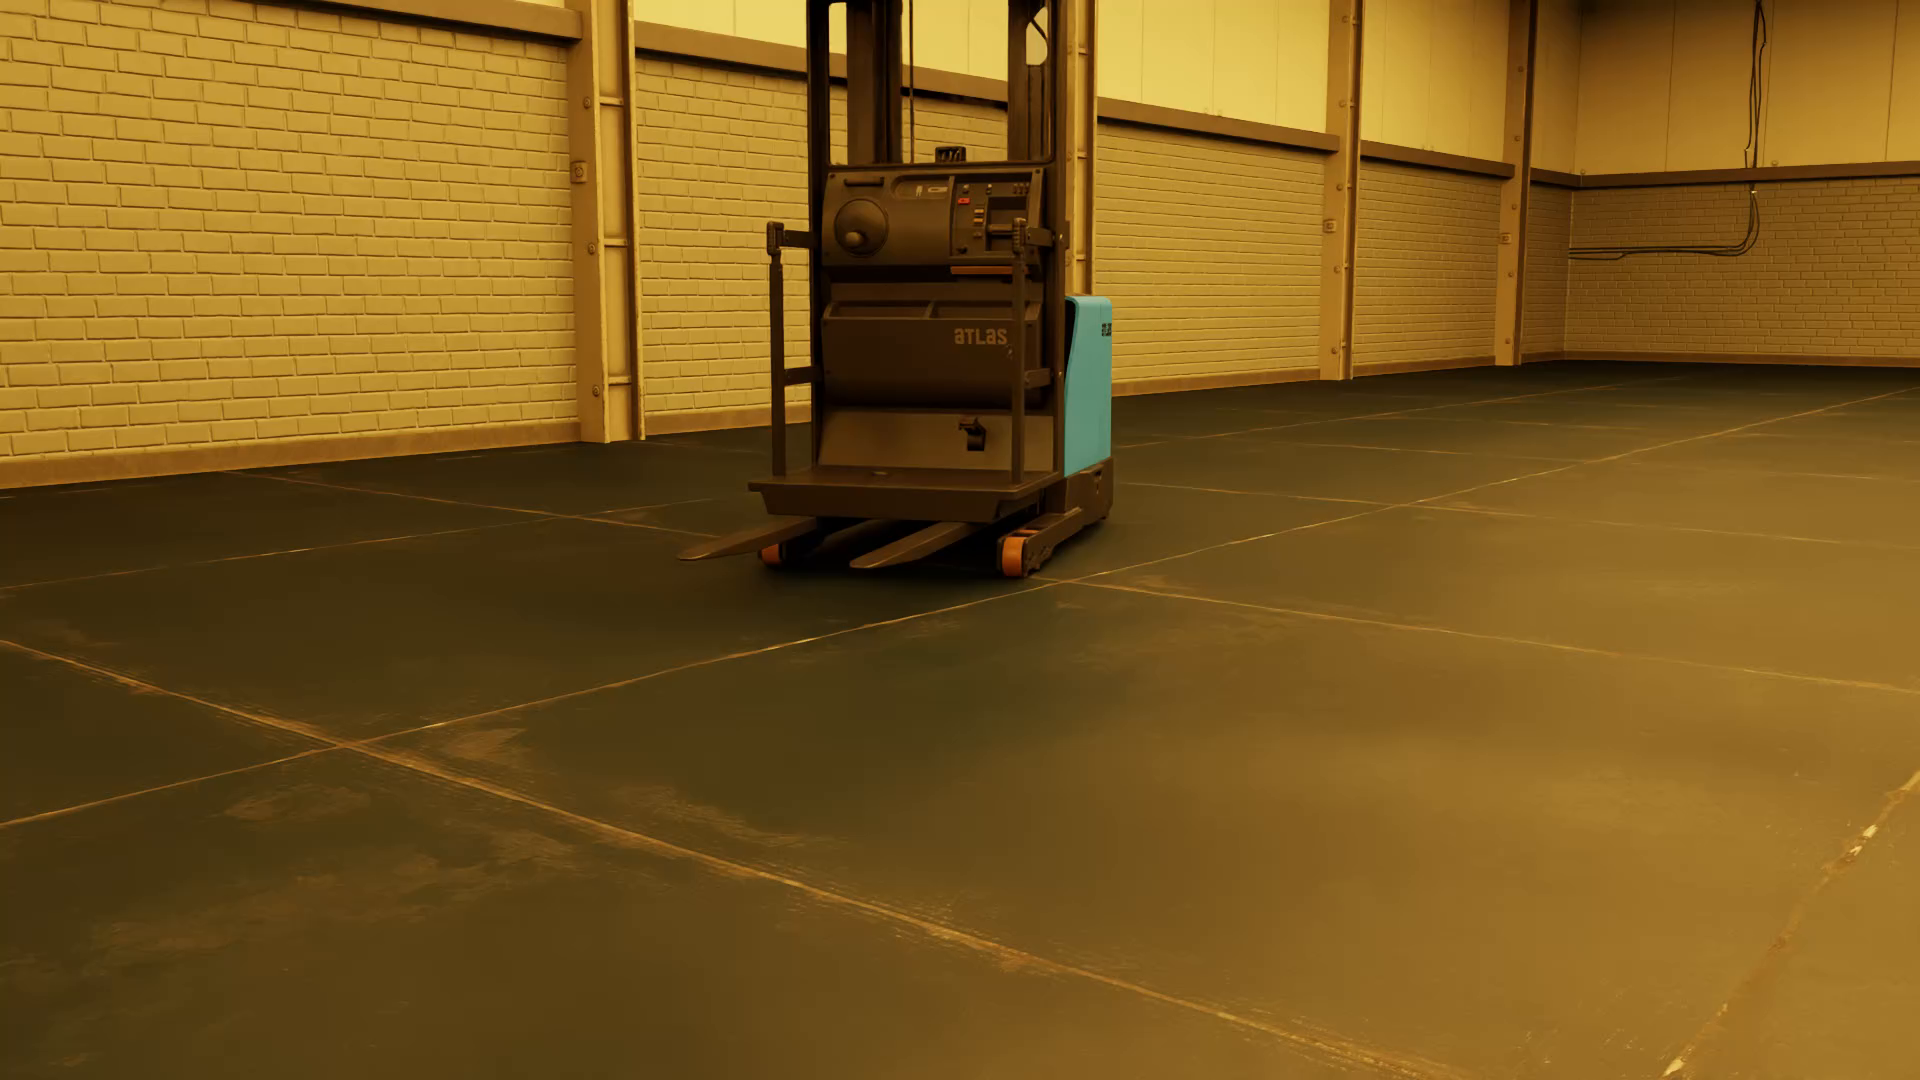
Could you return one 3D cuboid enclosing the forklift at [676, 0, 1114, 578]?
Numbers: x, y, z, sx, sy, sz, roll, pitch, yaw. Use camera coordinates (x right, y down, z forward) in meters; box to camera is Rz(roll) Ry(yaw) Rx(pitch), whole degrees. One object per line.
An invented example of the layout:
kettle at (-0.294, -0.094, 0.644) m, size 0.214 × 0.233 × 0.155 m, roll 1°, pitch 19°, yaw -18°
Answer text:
forklift at (-0.176, -1.366, 6.616) m, size 1.130 × 2.935 × 3.031 m, roll 3°, pitch 9°, yaw 17°
